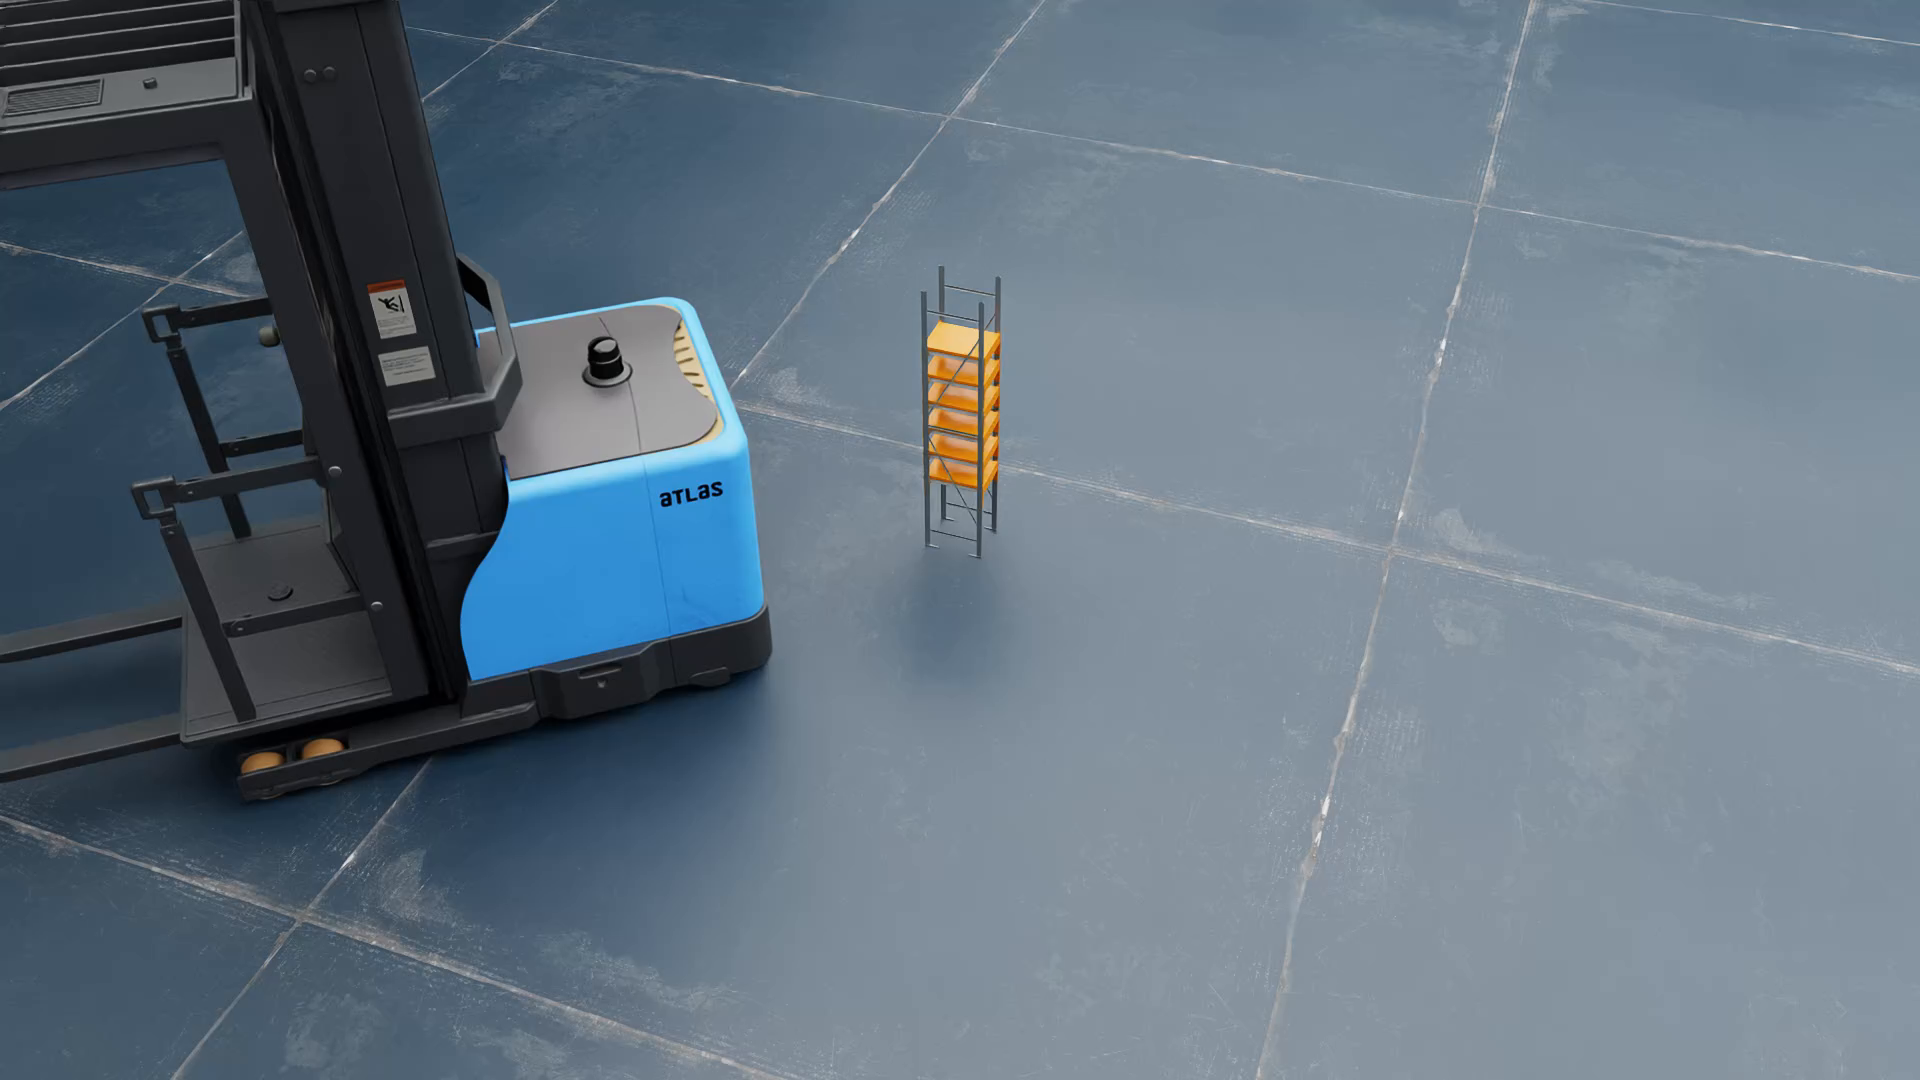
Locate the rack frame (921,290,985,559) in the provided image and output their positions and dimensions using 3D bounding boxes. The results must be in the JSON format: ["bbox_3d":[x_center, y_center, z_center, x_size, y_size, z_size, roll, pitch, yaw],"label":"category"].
[{"bbox_3d":[-0.026,-0.409,6.306,0.240,1.200,0.006,13,42,15],"label":"rack frame"}]

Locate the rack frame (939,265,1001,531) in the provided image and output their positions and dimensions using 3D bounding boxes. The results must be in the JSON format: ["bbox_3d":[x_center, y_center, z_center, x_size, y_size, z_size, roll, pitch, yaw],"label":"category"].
[{"bbox_3d":[0.036,-0.521,6.436,0.240,1.200,0.006,13,42,15],"label":"rack frame"}]

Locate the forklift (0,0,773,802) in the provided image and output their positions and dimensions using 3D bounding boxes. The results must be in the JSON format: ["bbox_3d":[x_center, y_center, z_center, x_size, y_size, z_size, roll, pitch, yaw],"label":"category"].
[{"bbox_3d":[-2.269,-0.613,5.210,3.031,2.935,1.130,-12,42,-14],"label":"forklift"}]

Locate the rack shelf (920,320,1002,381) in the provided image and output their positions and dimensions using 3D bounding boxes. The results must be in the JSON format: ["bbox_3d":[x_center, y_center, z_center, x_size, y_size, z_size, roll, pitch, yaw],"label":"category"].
[{"bbox_3d":[0.005,-0.705,6.166,0.258,0.103,0.180,13,42,15],"label":"rack shelf"}]

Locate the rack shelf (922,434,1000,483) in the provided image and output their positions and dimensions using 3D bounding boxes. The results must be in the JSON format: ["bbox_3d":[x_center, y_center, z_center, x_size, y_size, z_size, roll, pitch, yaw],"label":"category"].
[{"bbox_3d":[0.005,-0.340,6.478,0.258,0.103,0.180,13,42,15],"label":"rack shelf"}]

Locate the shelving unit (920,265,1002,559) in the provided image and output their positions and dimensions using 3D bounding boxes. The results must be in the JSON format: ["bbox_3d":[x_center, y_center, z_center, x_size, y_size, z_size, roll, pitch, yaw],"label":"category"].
[{"bbox_3d":[0.005,-0.465,6.371,0.258,1.200,0.189,13,42,15],"label":"shelving unit"}]

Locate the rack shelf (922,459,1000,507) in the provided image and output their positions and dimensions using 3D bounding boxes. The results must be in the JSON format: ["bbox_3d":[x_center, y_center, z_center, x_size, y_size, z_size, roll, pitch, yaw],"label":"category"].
[{"bbox_3d":[0.005,-0.249,6.556,0.258,0.103,0.180,13,42,15],"label":"rack shelf"}]

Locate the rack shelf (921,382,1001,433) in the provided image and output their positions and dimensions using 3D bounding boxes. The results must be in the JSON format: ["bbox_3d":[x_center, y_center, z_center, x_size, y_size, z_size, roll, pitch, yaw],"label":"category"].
[{"bbox_3d":[0.005,-0.523,6.322,0.258,0.103,0.180,13,42,15],"label":"rack shelf"}]

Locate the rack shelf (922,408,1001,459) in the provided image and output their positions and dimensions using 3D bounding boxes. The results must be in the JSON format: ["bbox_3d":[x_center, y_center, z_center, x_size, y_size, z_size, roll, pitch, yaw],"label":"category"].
[{"bbox_3d":[0.005,-0.431,6.400,0.258,0.103,0.180,13,42,15],"label":"rack shelf"}]

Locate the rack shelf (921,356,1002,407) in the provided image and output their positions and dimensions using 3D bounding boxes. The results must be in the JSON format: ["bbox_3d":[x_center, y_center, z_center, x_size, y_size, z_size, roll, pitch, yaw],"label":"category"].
[{"bbox_3d":[0.005,-0.614,6.244,0.258,0.103,0.180,13,42,15],"label":"rack shelf"}]
